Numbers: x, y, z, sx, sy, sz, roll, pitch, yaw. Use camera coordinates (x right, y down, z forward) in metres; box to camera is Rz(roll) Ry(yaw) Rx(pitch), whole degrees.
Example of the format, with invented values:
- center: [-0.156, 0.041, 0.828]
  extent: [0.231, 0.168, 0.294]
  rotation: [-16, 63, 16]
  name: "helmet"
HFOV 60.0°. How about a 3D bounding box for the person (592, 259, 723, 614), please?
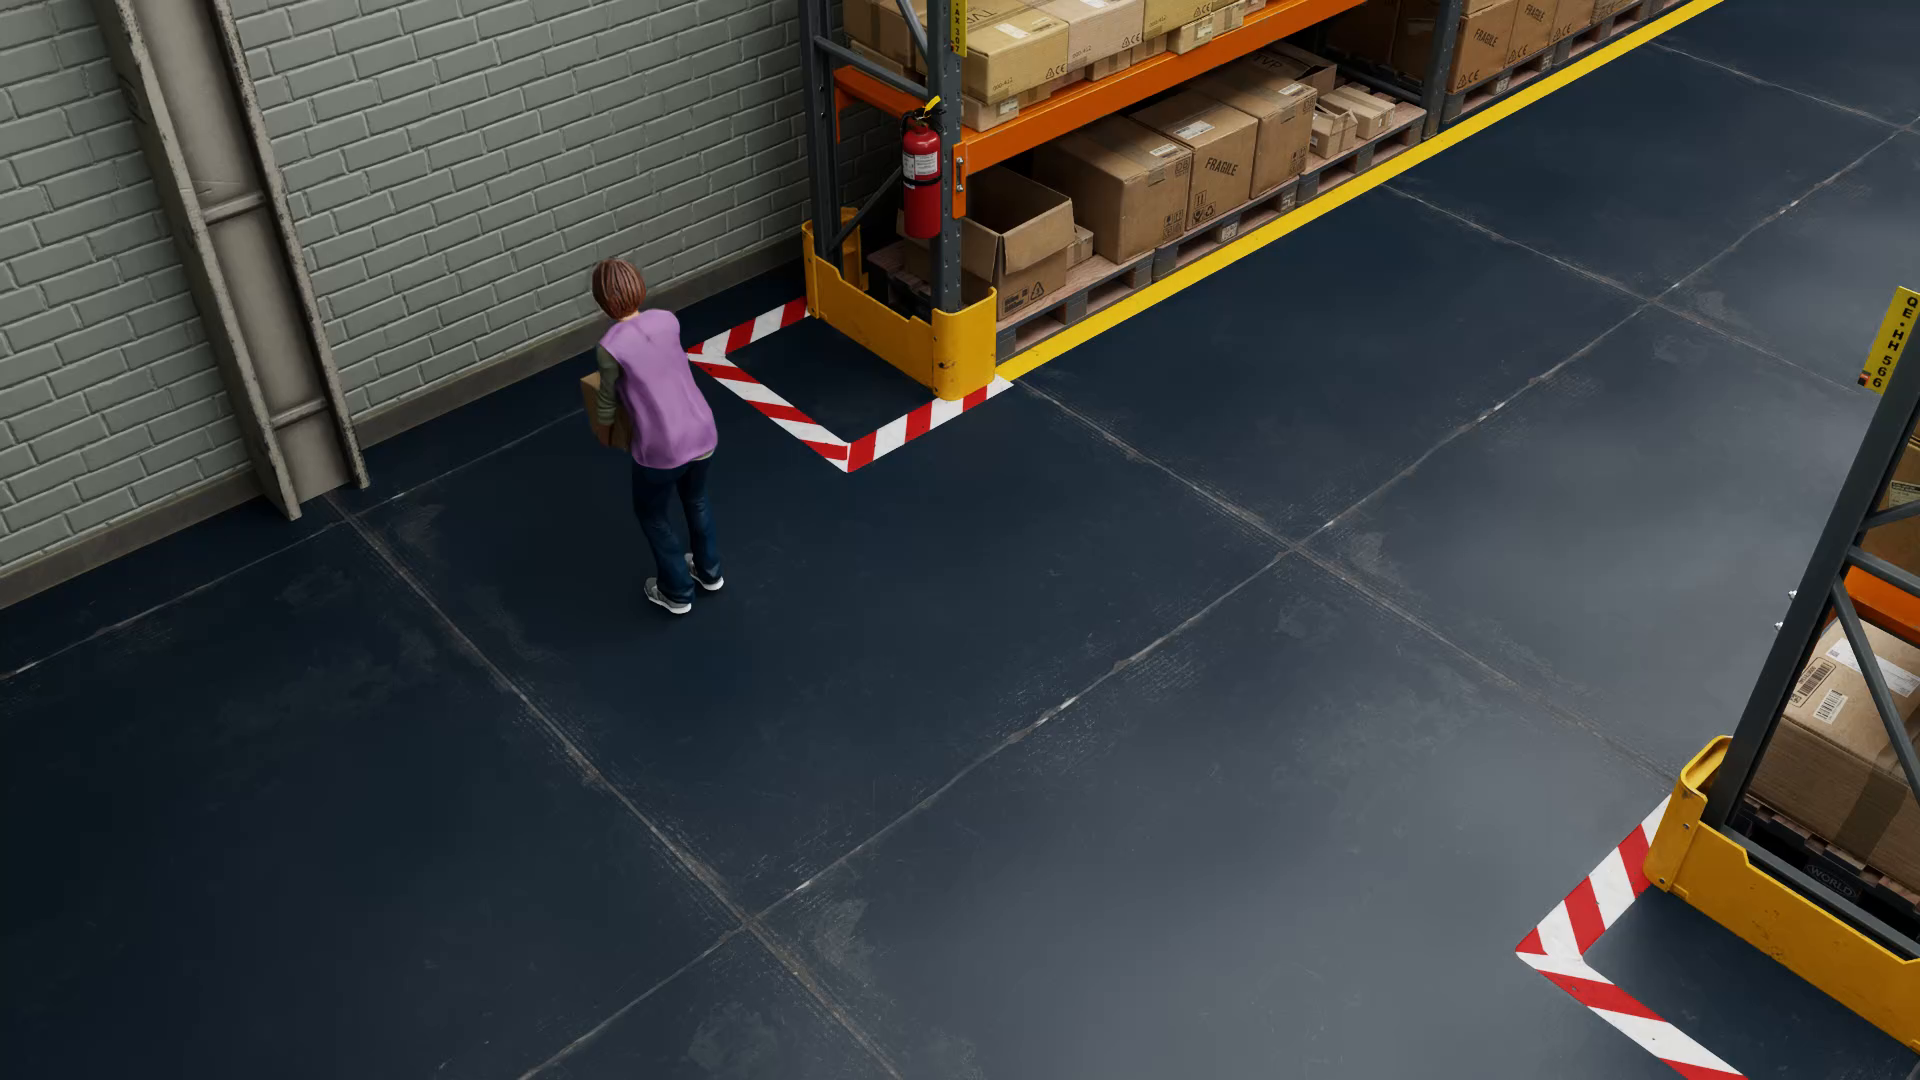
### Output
- center: [-1.212, -0.399, 6.681]
  extent: [0.372, 1.542, 0.542]
  rotation: [-32, 50, -32]
  name: "person"
